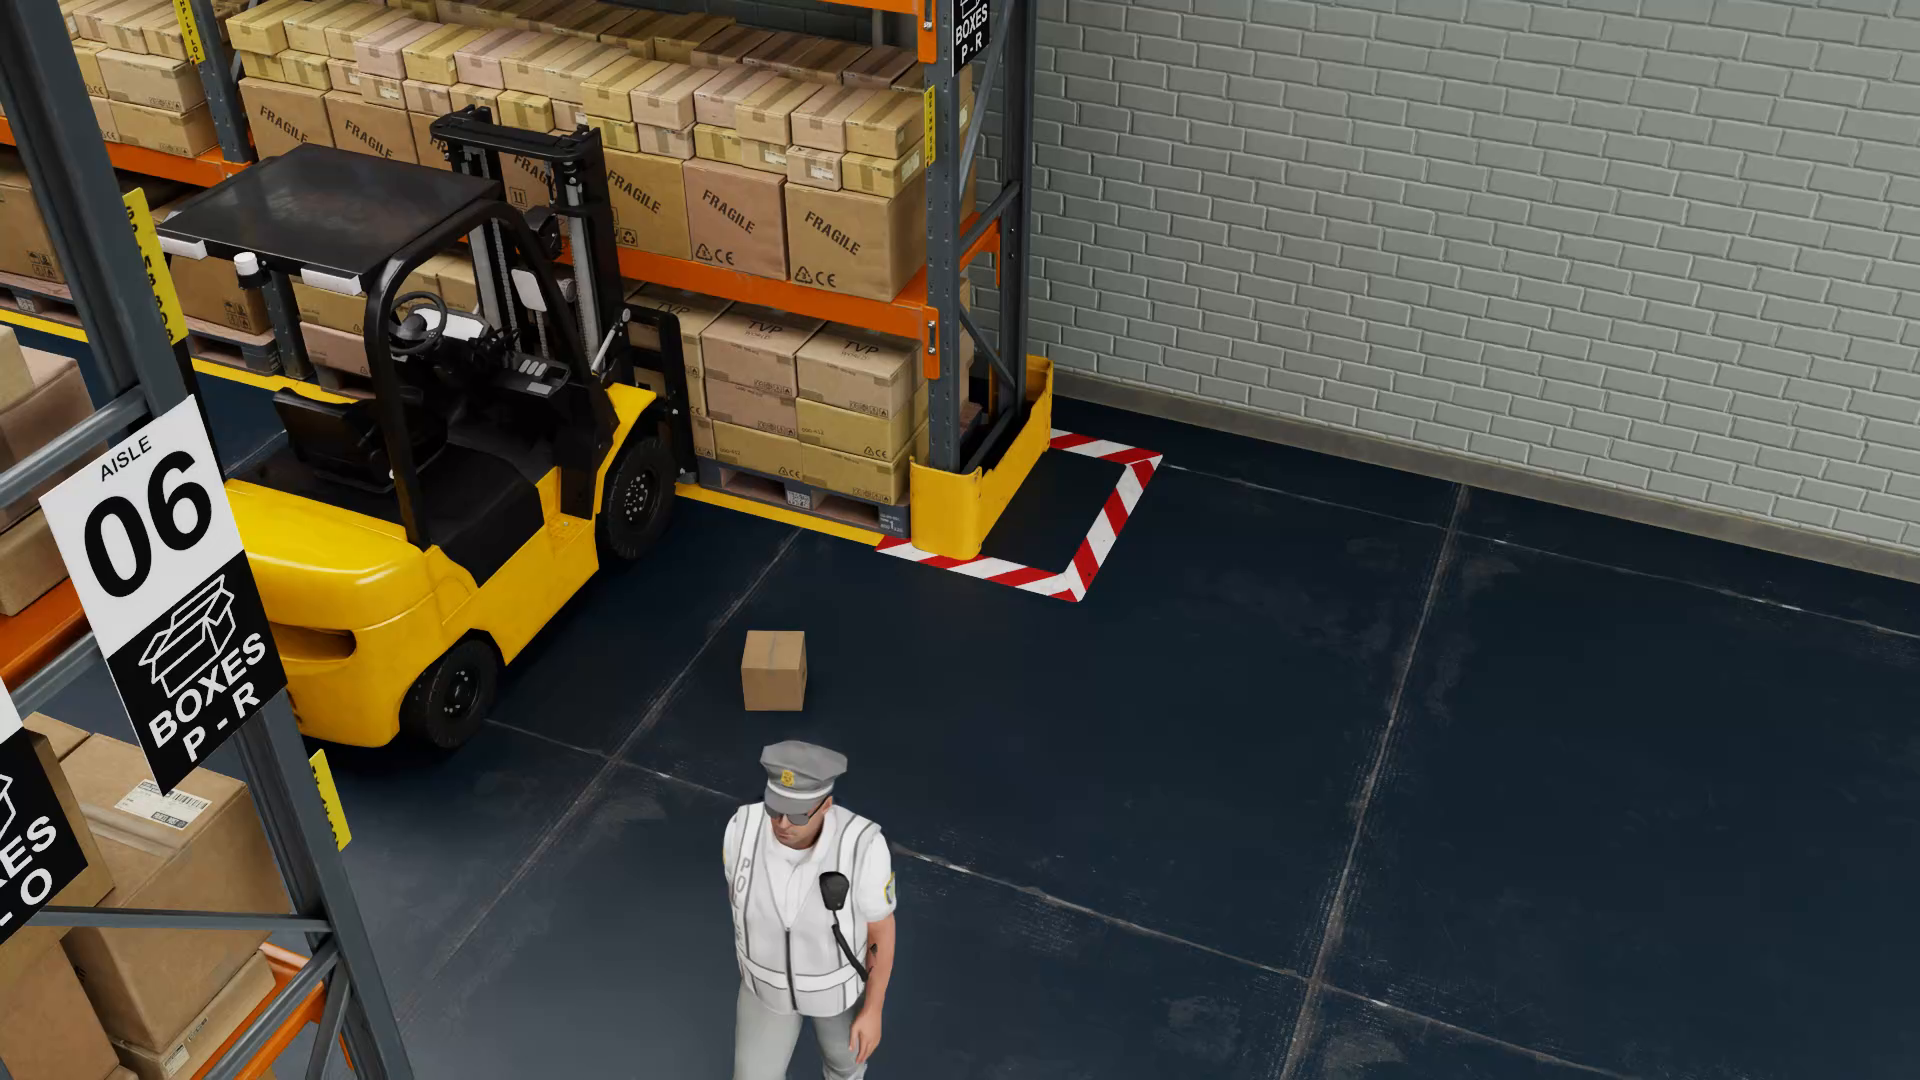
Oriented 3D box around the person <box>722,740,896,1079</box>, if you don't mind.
[{"bbox_3d":[-0.453,1.357,5.053,0.530,1.858,0.579,4,37,6],"label":"person"}]
